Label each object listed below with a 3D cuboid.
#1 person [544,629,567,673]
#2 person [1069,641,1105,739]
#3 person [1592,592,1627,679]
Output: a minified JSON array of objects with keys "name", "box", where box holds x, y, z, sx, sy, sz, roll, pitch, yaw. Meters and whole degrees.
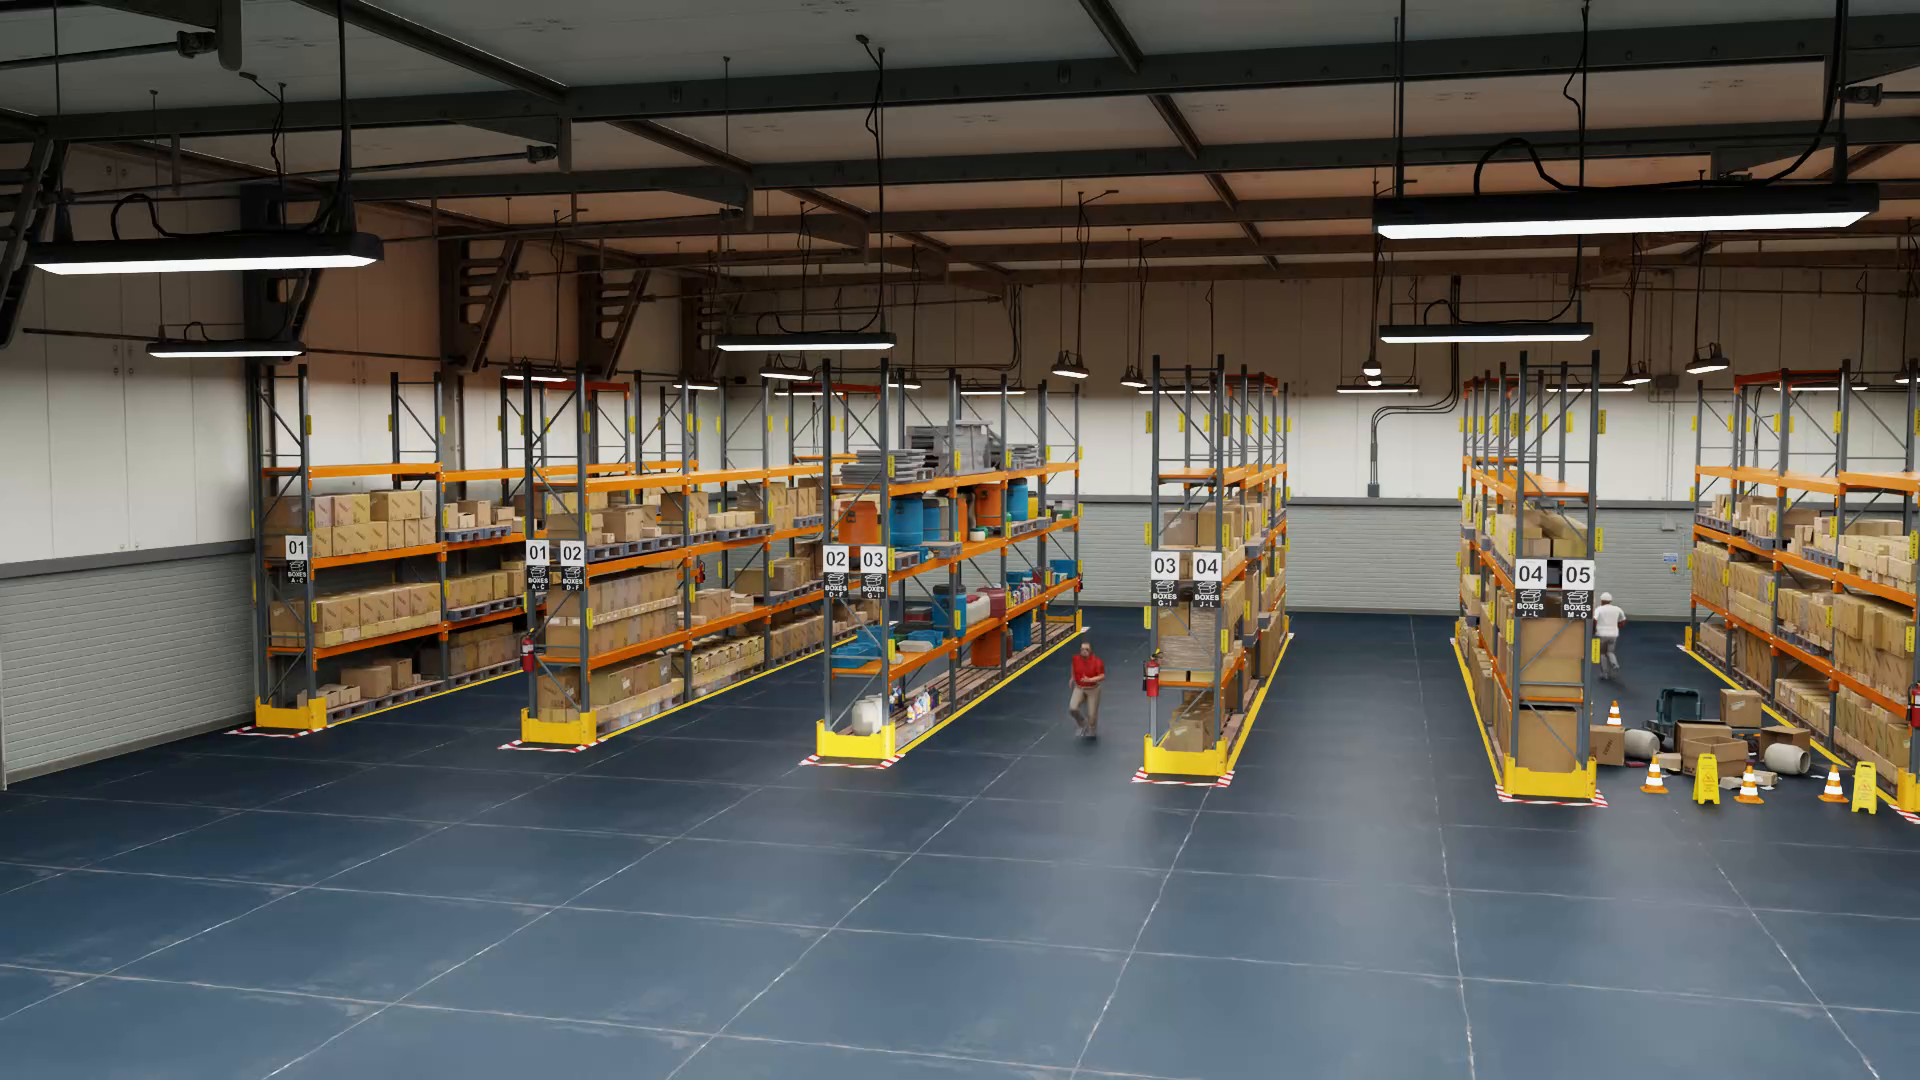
[{"name":"person","box":[-7.749,1.976,32.218,0.570,1.641,0.716,0,4,-6]},{"name":"person","box":[1.998,2.375,26.320,0.678,1.594,0.976,1,4,19]},{"name":"person","box":[12.785,1.902,32.764,0.700,1.712,0.688,0,4,4]}]
